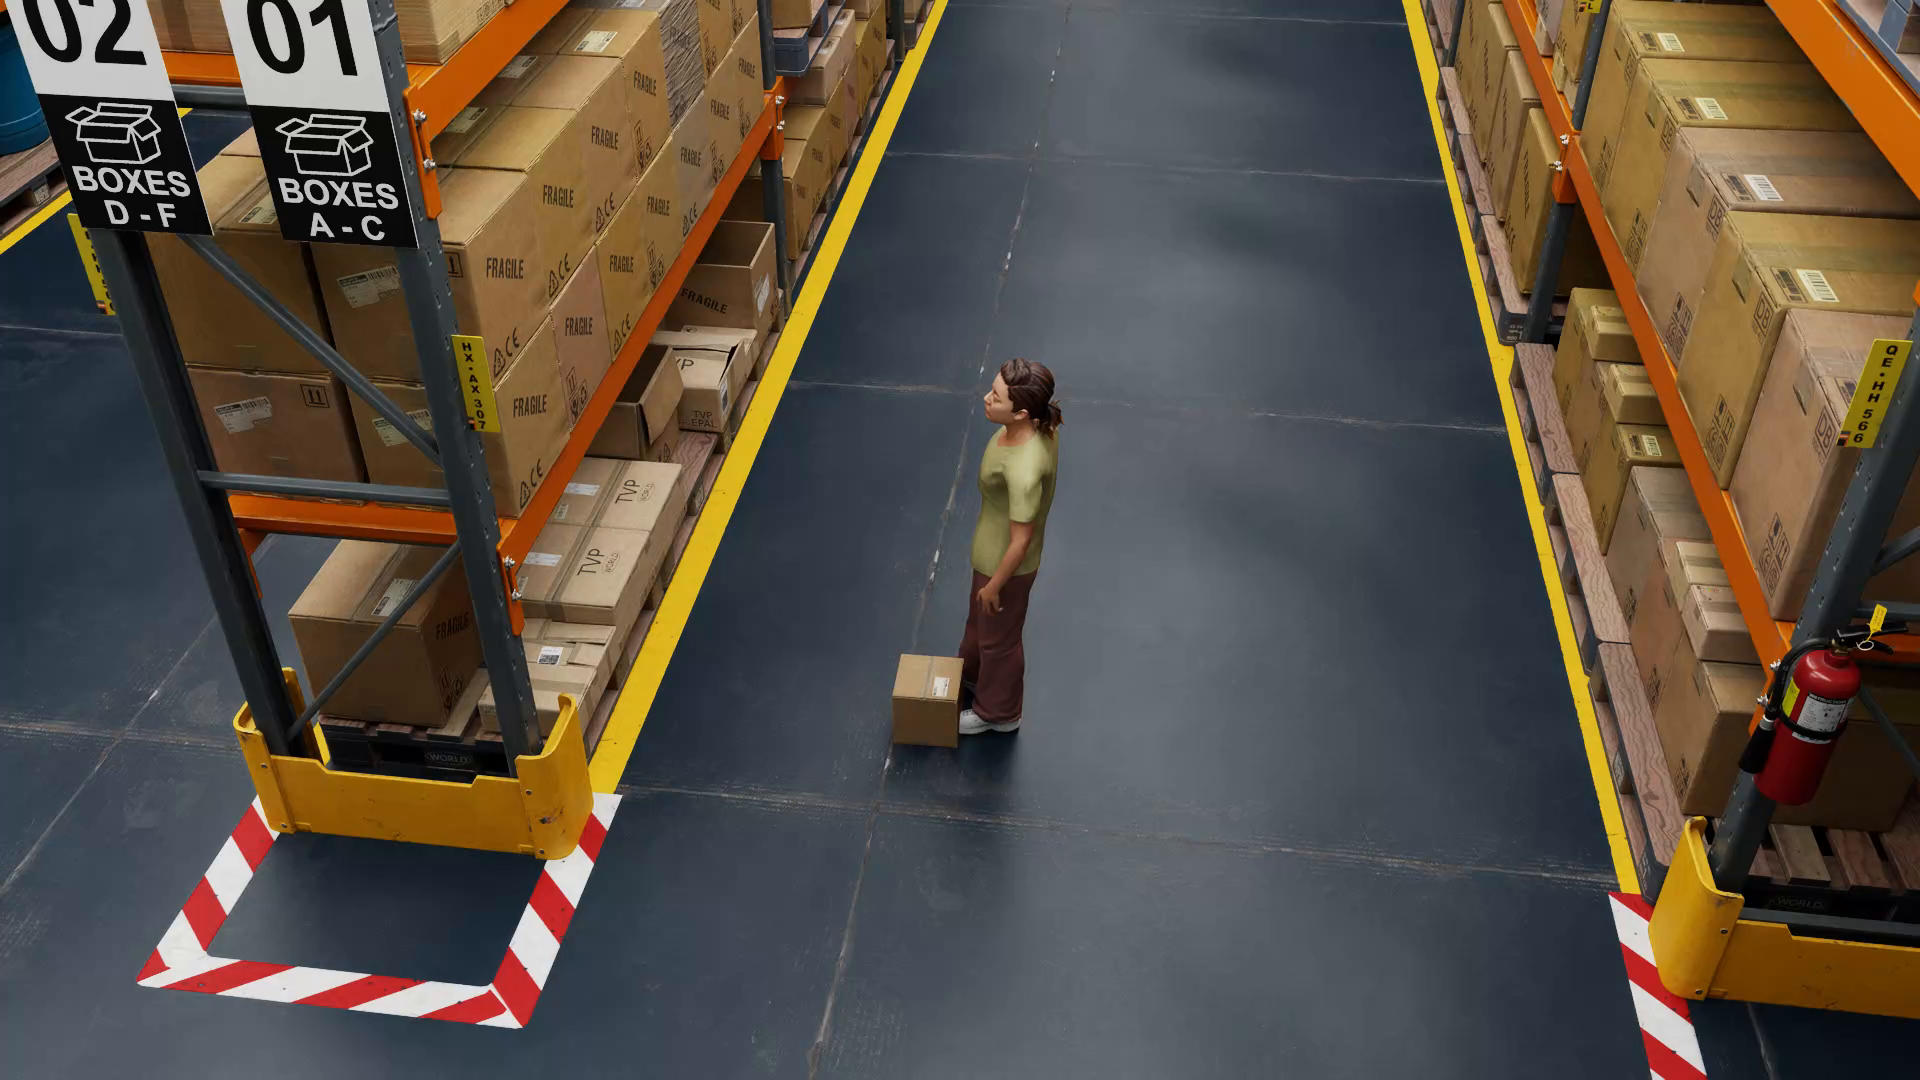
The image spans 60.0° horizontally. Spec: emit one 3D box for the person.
[{"bbox_3d":[0.098,0.045,6.072,0.548,1.674,0.552,4,36,6],"label":"person"}]
